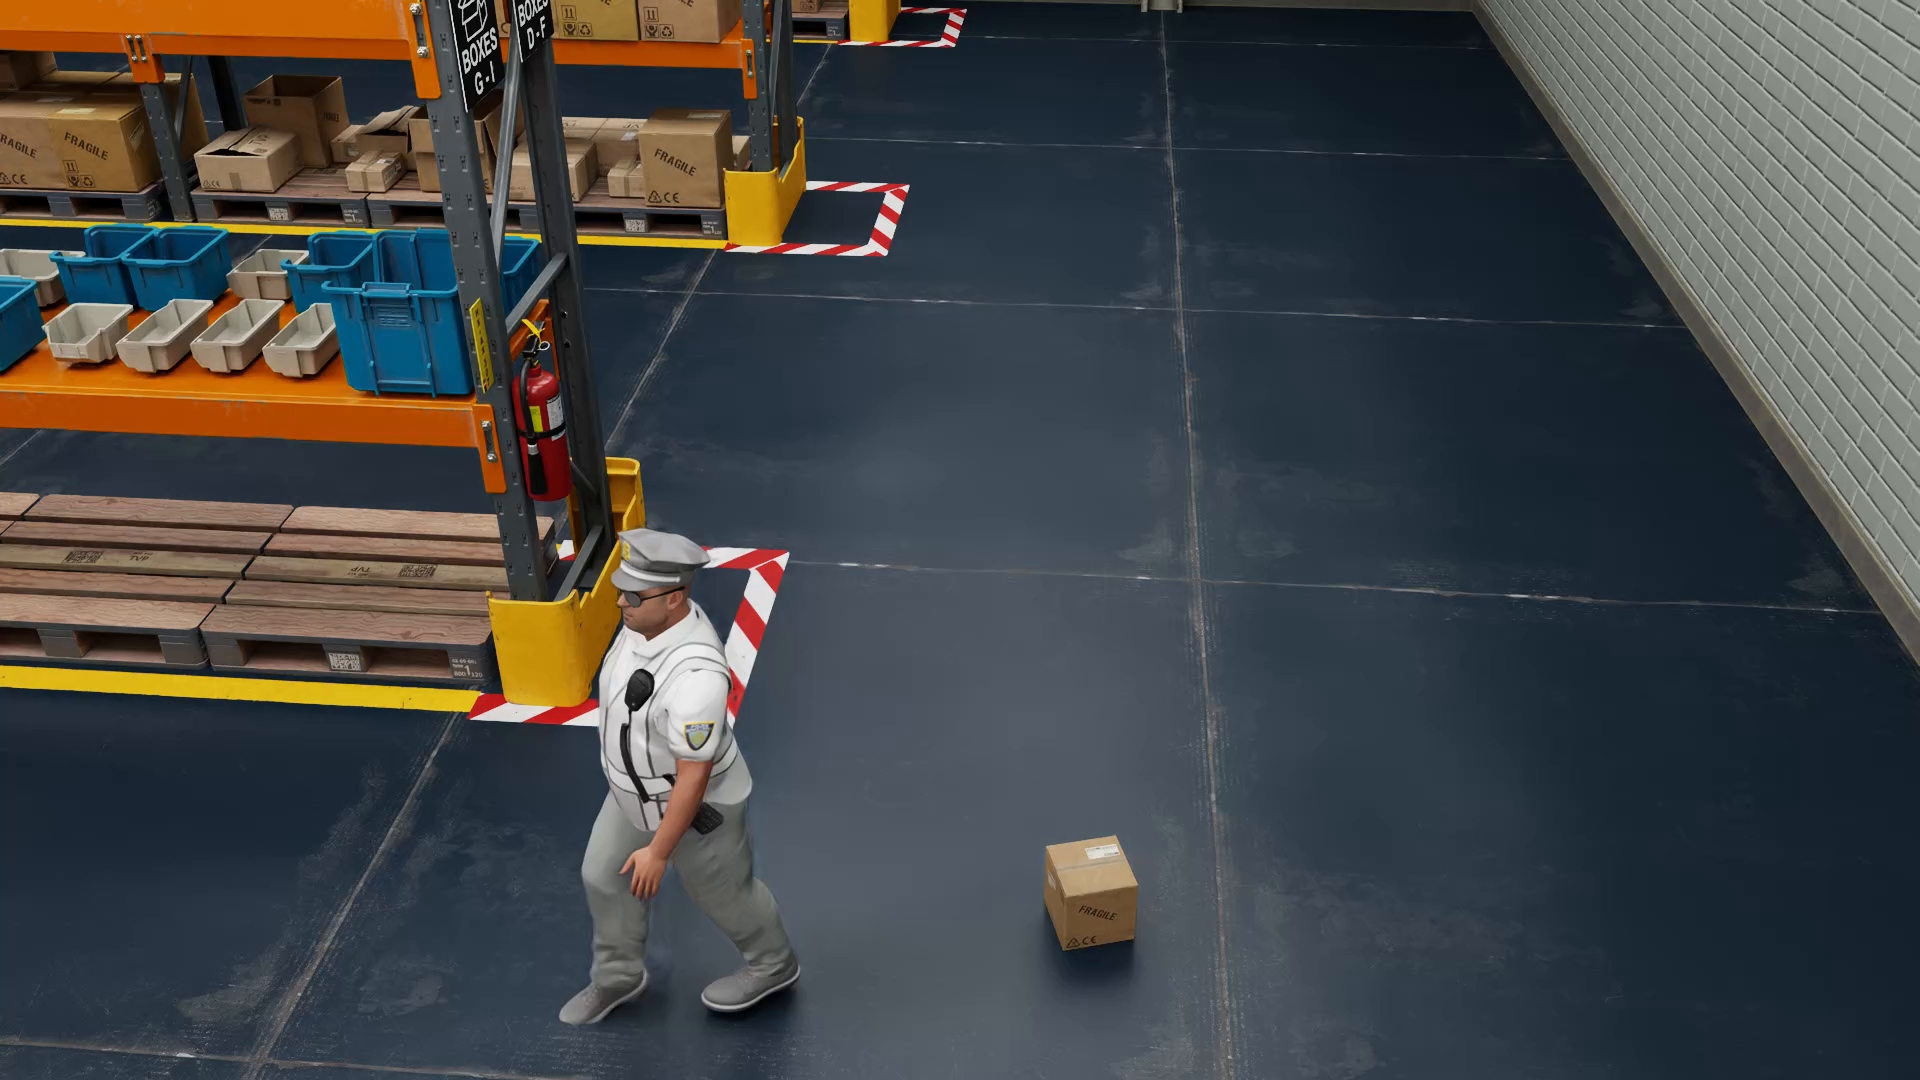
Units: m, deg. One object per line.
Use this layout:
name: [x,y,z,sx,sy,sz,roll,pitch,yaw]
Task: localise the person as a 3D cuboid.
person: [-0.881,0.773,4.893,0.736,1.829,0.586,-18,36,-26]
